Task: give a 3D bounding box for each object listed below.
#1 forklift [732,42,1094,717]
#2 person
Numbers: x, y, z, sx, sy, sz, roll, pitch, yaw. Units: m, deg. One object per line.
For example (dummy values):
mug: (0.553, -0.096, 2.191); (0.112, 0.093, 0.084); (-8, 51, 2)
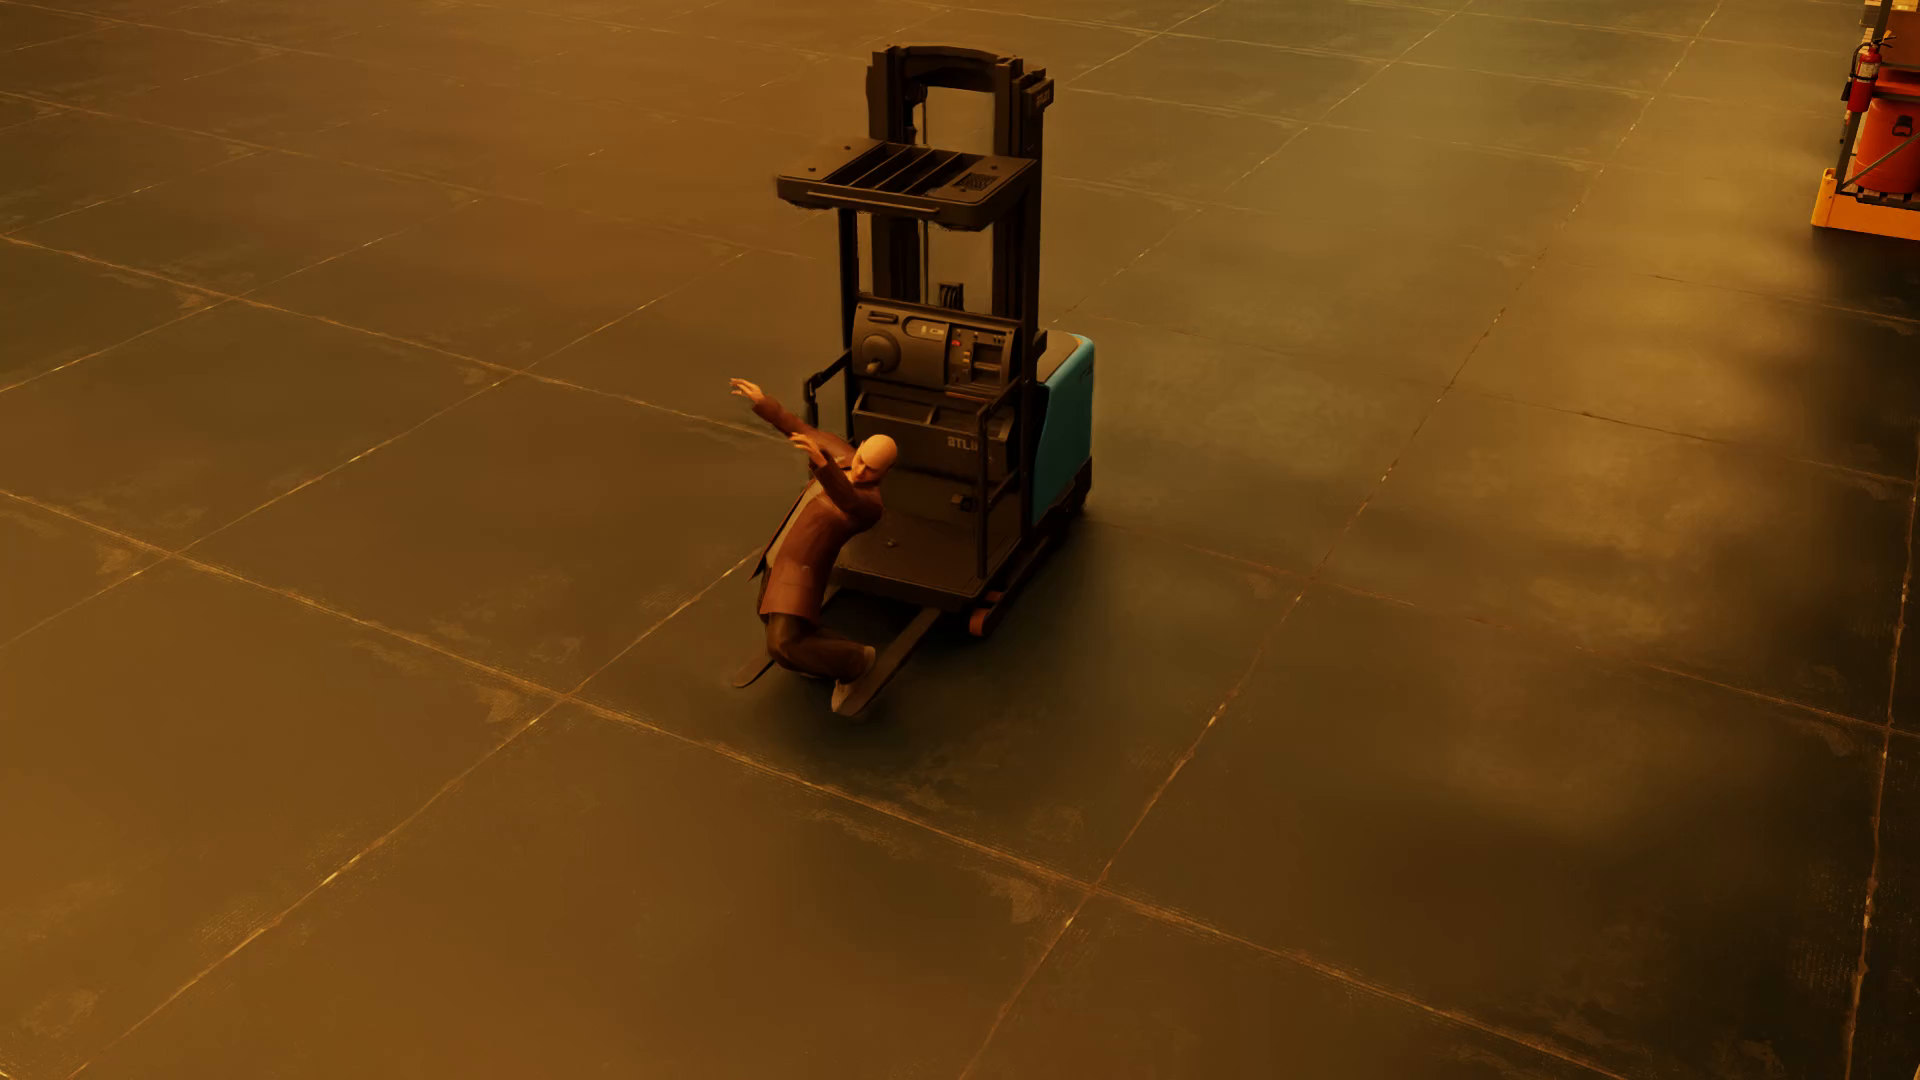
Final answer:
forklift: (-0.231, -0.980, 8.769); (1.130, 2.935, 3.031); (12, 32, 20)
person: (-0.703, 0.015, 8.233); (0.725, 1.683, 1.038); (-9, 31, -16)
